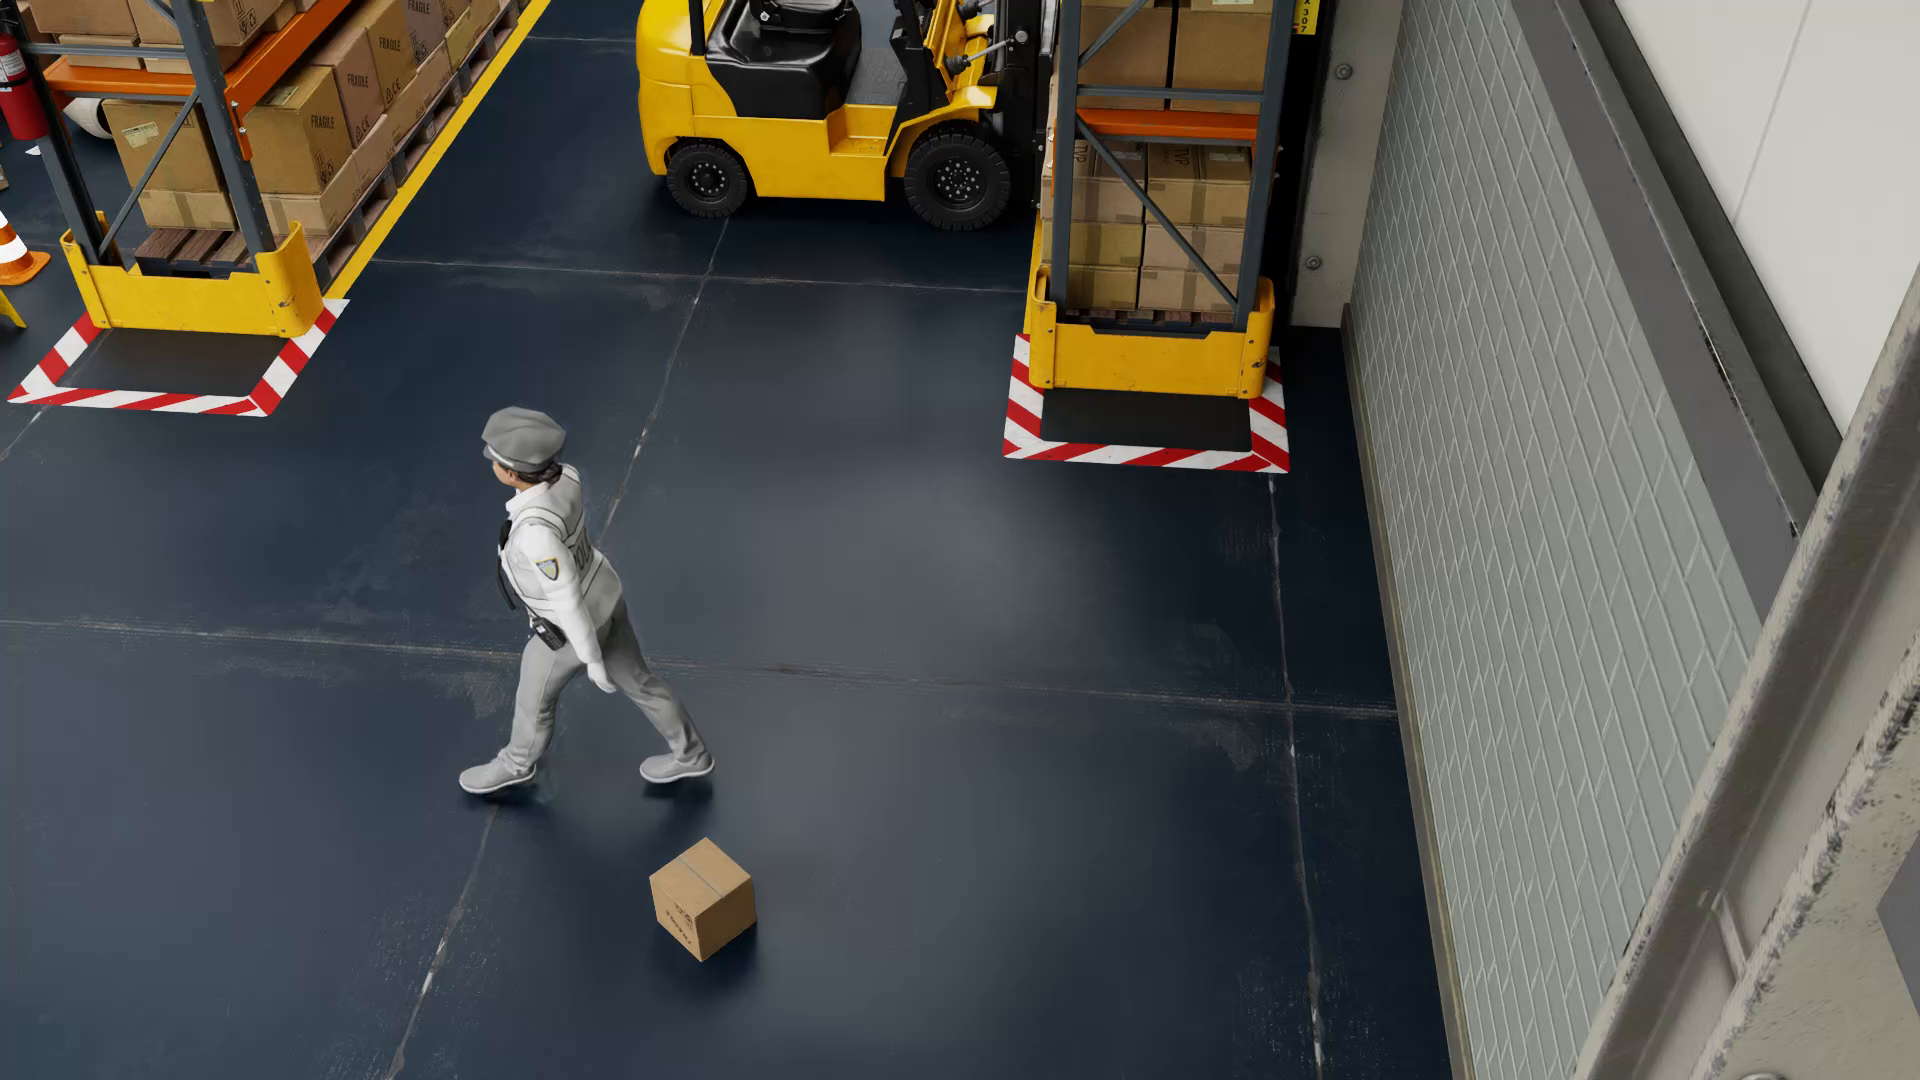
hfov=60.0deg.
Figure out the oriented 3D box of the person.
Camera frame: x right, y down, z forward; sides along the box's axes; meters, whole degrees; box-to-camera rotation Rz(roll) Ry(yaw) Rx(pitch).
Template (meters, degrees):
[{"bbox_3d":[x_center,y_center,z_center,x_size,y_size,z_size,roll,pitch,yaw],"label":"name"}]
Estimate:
[{"bbox_3d":[-1.398,0.244,5.837,0.937,1.624,0.519,6,41,8],"label":"person"}]
